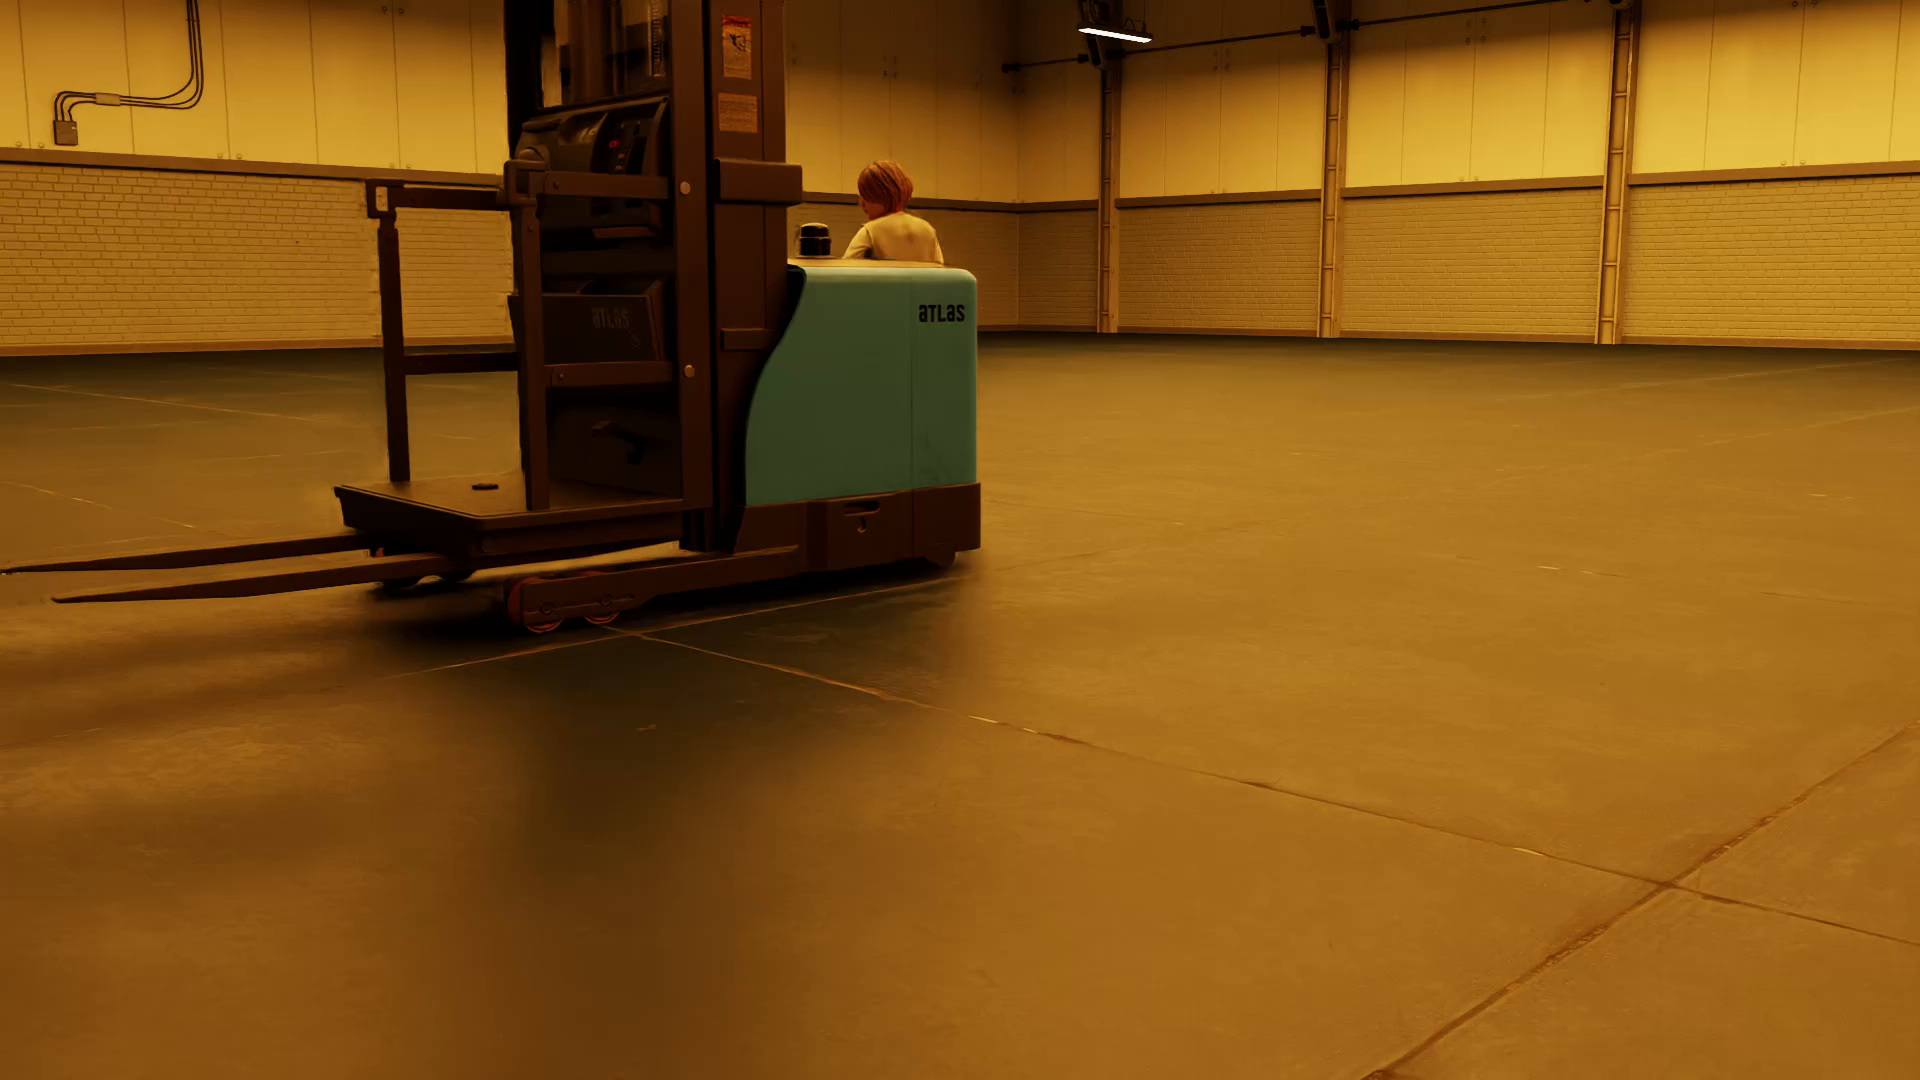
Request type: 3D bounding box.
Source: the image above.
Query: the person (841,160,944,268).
[{"bbox_3d":[-0.259,-0.799,6.941,0.761,1.516,0.545,8,11,41],"label":"person"}]

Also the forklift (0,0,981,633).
[{"bbox_3d":[-1.364,-1.262,5.252,3.031,2.935,1.130,-7,11,-41],"label":"forklift"}]
